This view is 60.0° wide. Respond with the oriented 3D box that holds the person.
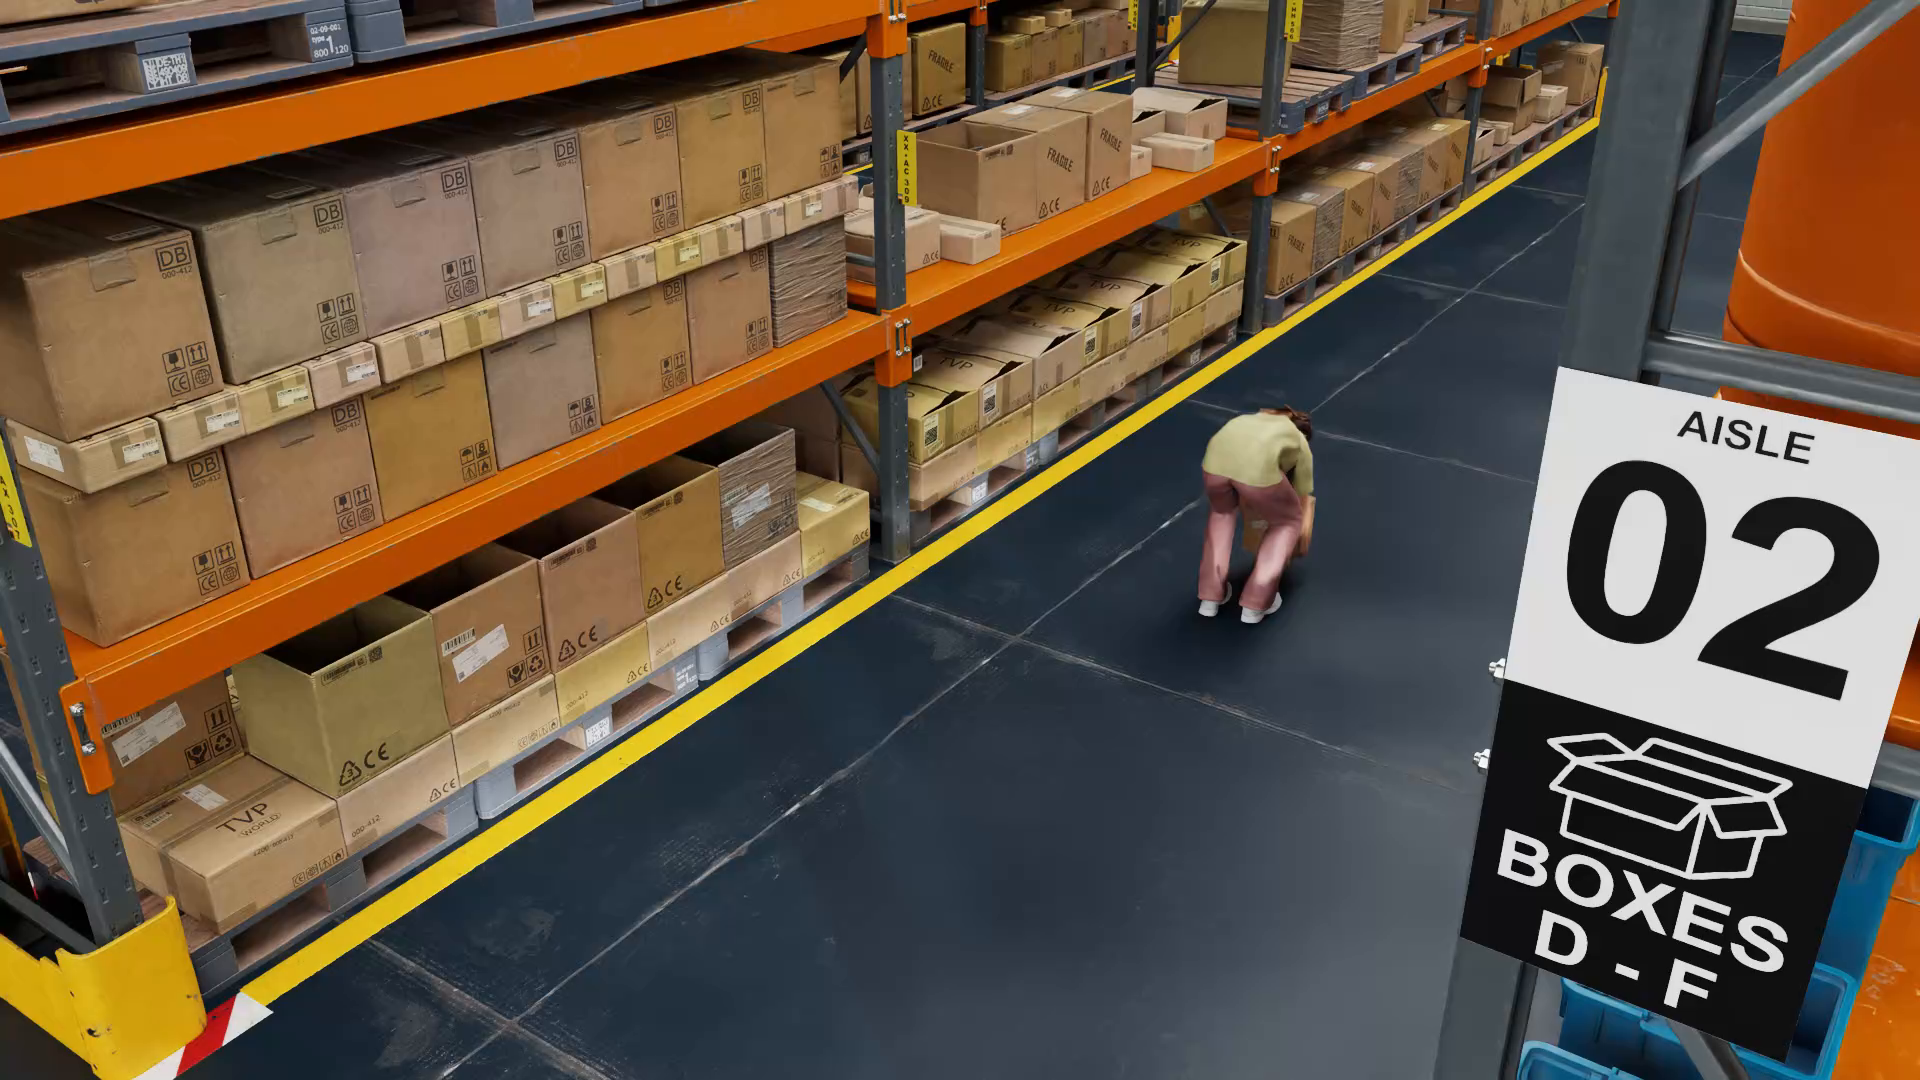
[{"bbox_3d":[1.394,-0.167,7.718,0.447,0.973,0.860,16,31,28],"label":"person"}]
